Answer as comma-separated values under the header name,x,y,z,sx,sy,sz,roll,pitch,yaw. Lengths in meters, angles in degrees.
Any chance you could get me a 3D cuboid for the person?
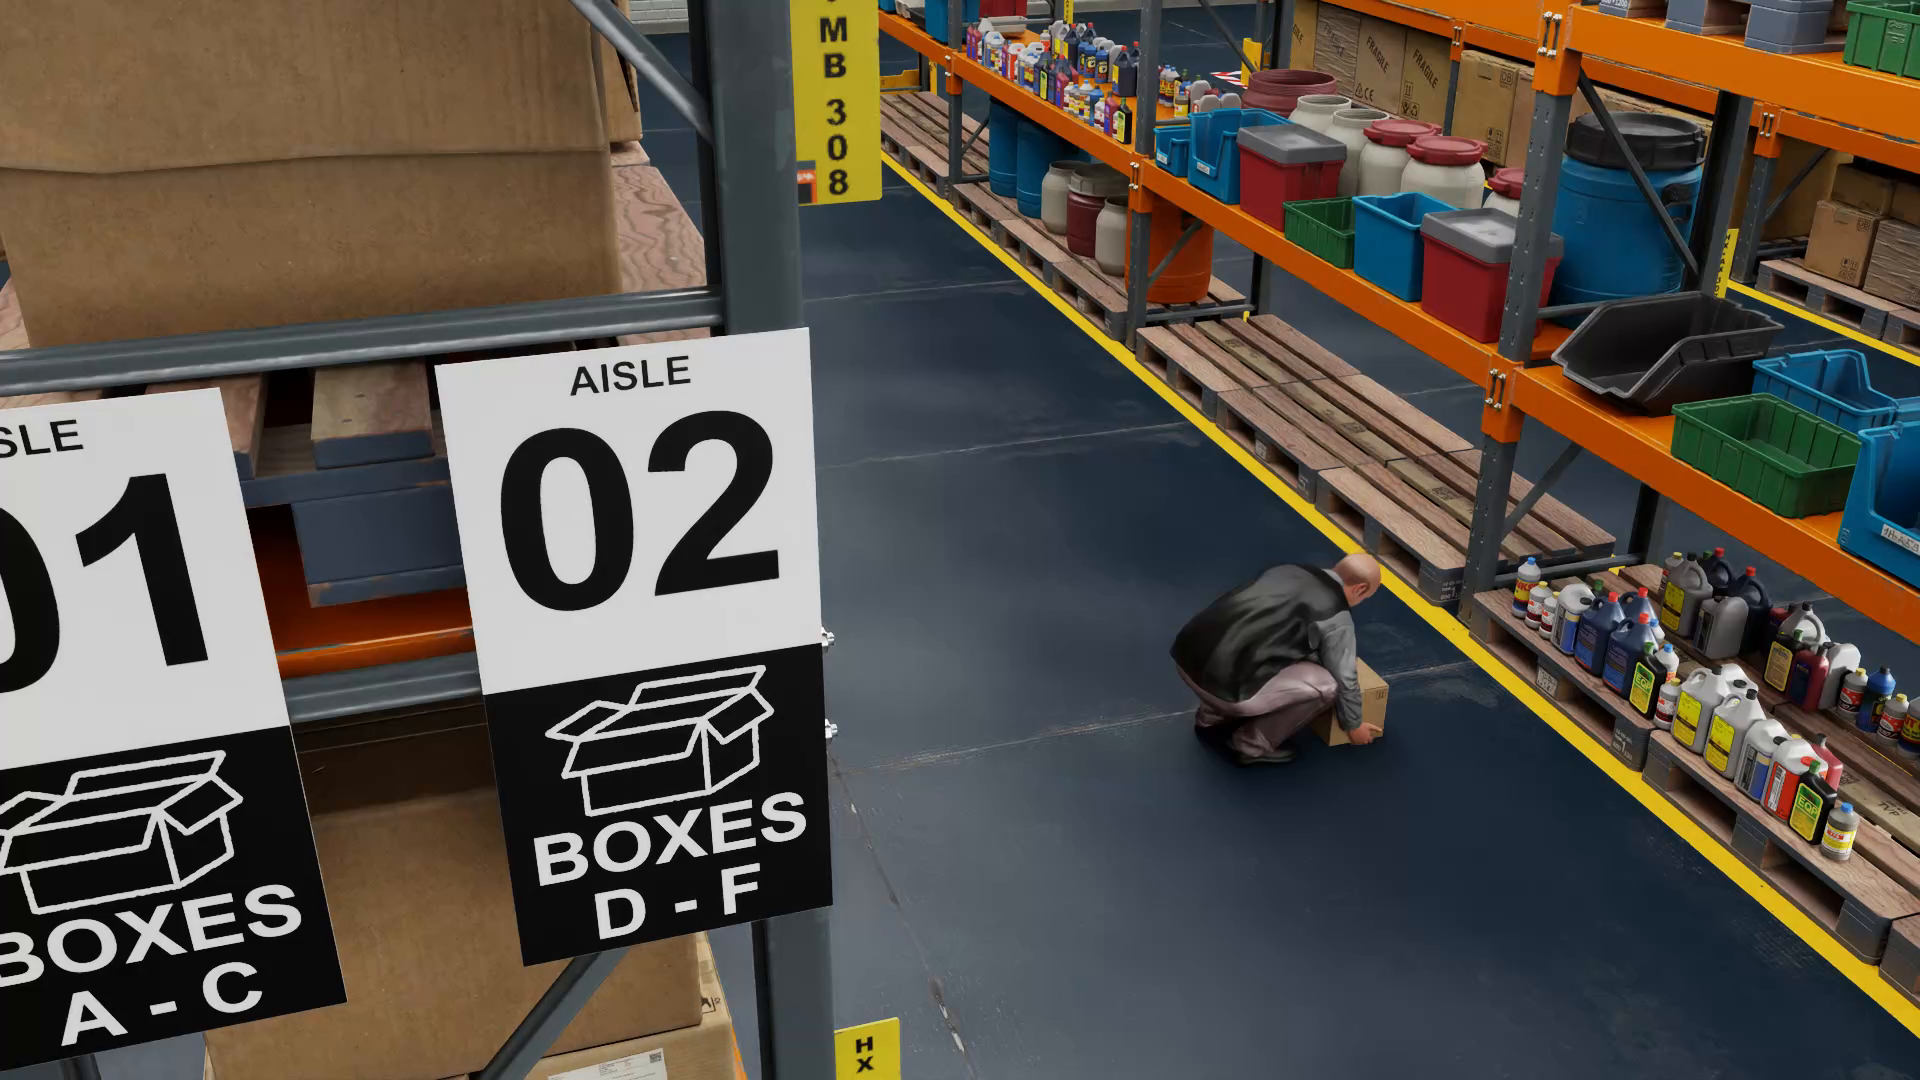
name,x,y,z,sx,sy,sz,roll,pitch,yaw
person,1.296,0.501,6.761,0.897,0.830,0.520,-8,27,-16
